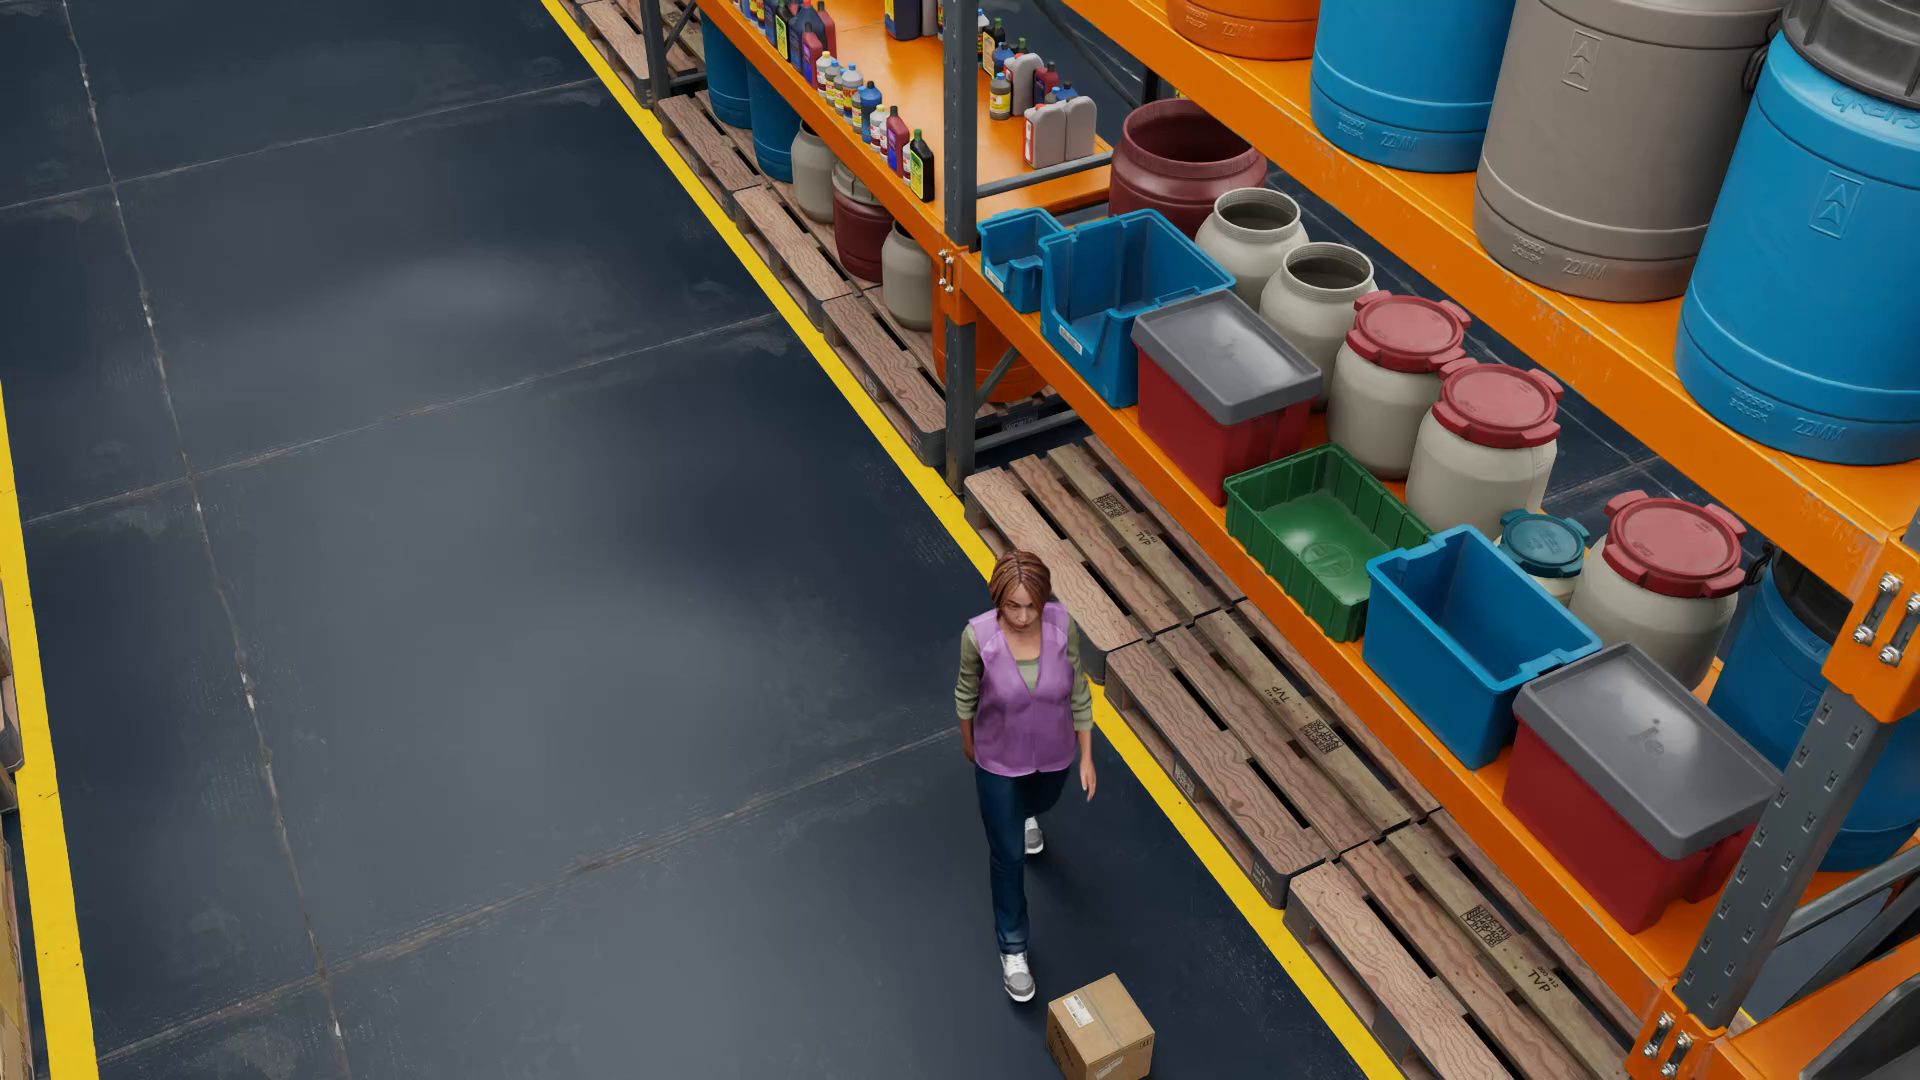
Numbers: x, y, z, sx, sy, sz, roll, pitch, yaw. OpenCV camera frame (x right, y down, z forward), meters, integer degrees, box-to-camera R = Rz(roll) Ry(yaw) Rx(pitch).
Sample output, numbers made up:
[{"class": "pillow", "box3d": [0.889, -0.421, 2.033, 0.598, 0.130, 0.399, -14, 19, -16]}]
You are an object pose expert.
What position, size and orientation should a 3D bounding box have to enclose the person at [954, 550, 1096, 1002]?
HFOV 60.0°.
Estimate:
[{"class": "person", "box3d": [0.224, 0.700, 5.377, 0.418, 1.554, 0.846, -11, 43, -12]}]
